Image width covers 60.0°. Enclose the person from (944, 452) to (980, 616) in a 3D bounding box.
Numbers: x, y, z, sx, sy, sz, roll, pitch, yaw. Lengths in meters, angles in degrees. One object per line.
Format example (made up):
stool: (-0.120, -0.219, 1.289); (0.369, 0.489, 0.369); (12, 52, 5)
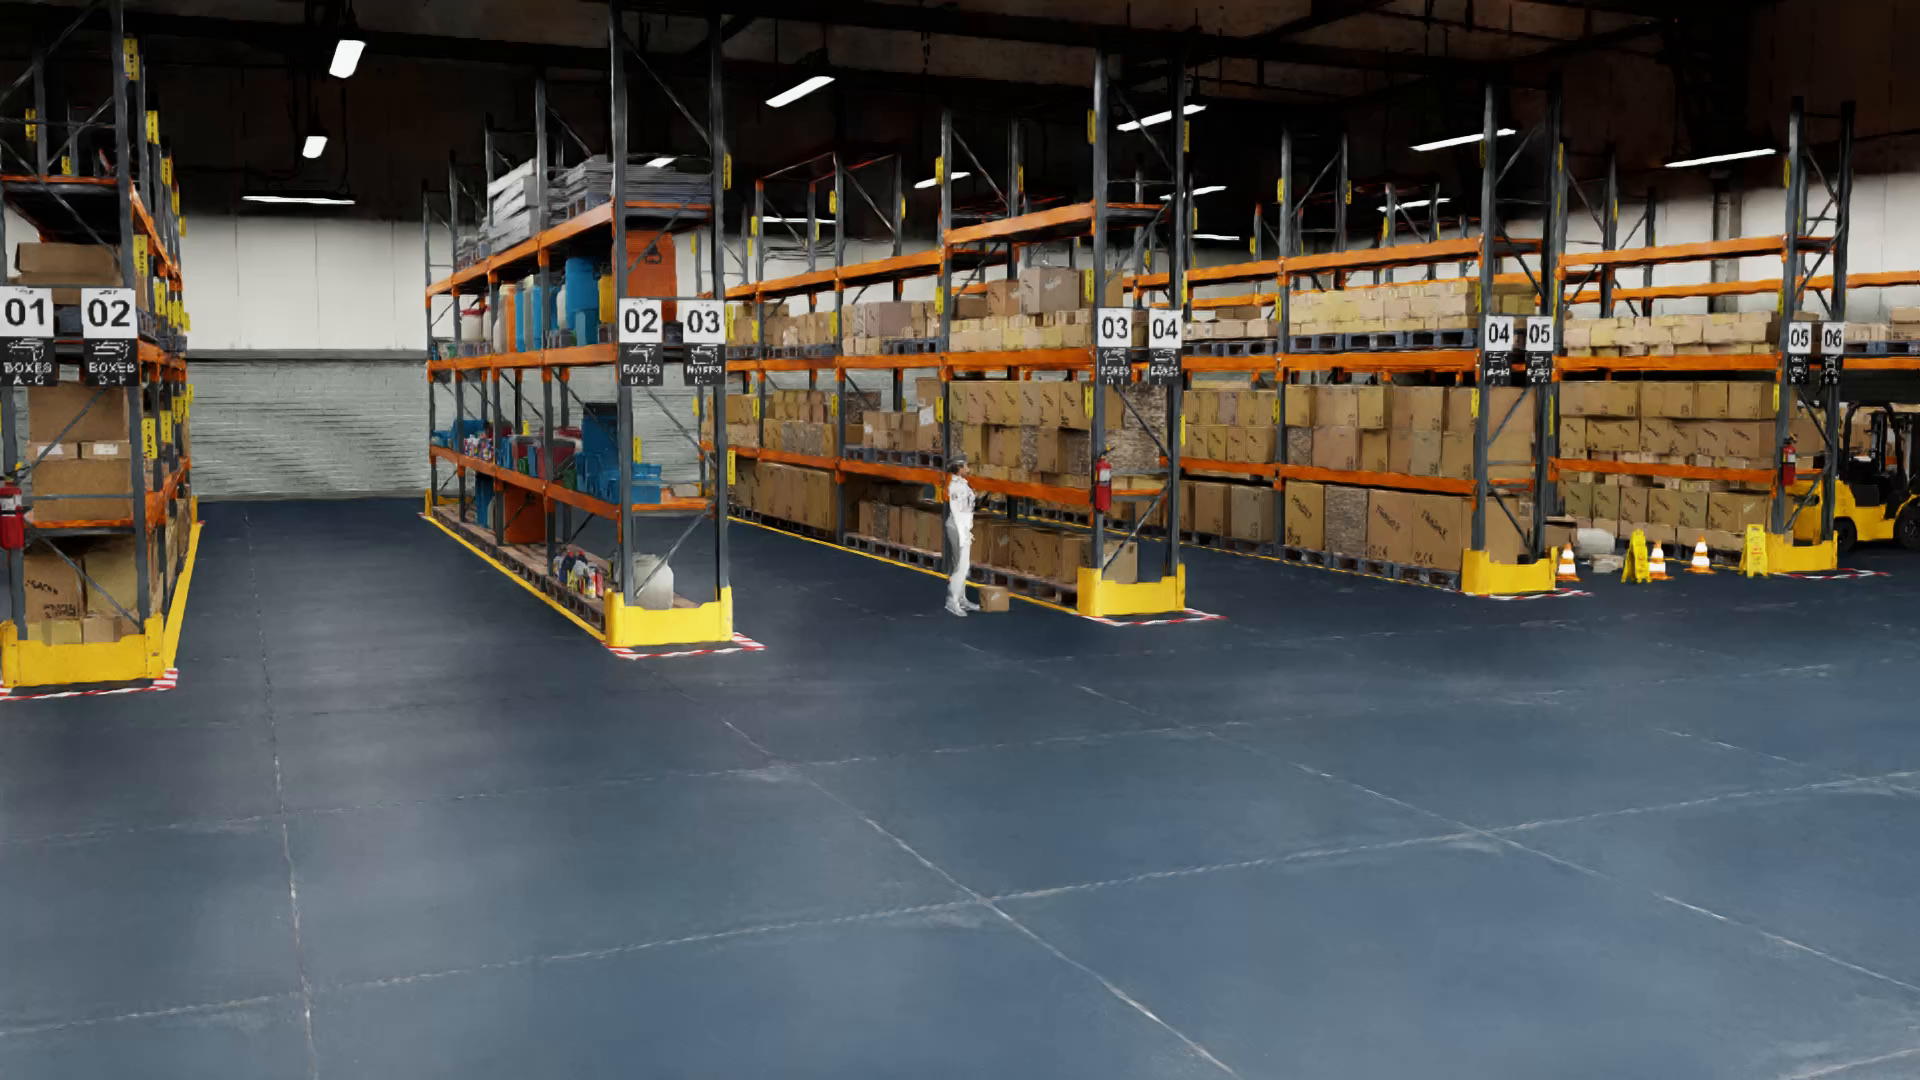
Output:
person: (0.018, -0.071, 17.614); (0.373, 1.712, 0.573); (0, 6, 4)
